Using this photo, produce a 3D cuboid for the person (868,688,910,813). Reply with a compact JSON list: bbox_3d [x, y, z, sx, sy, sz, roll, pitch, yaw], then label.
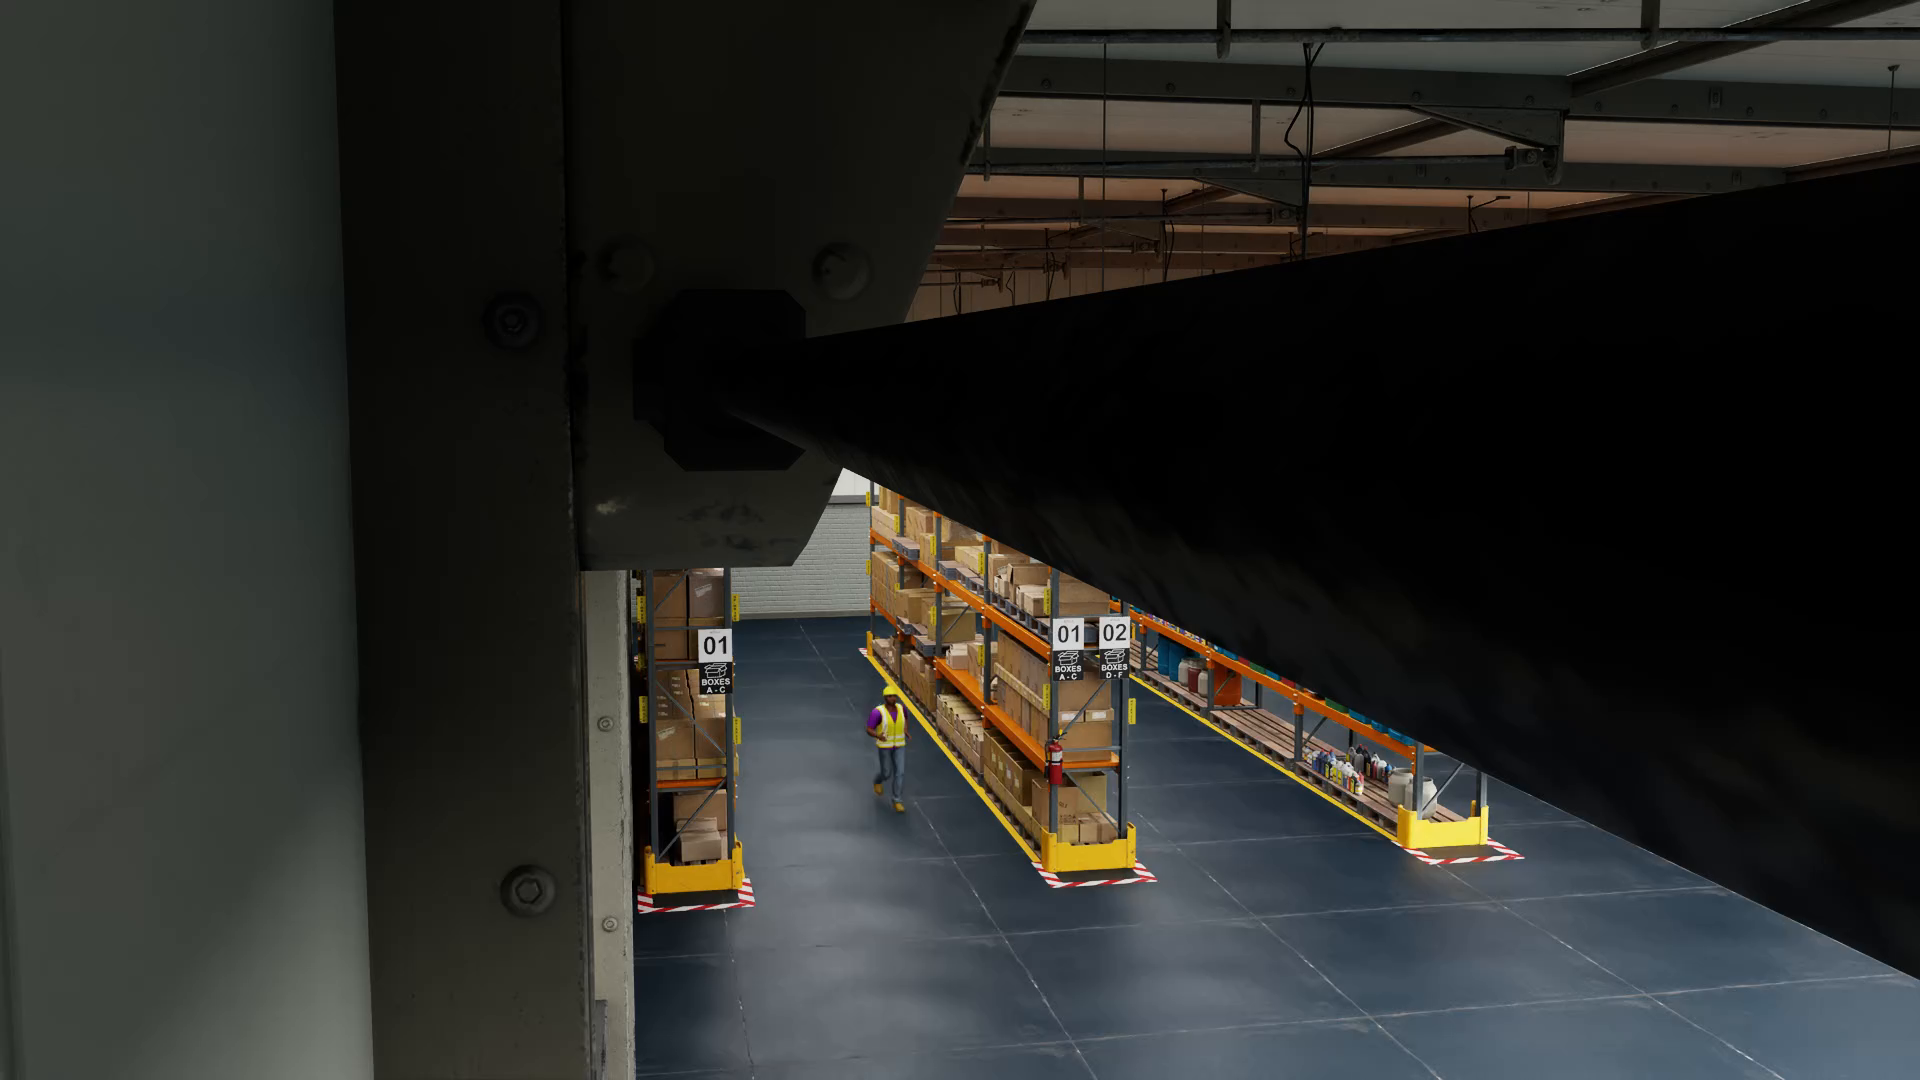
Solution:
[{"bbox_3d":[-0.978,2.978,23.833,0.674,1.745,0.863,-3,6,-23],"label":"person"}]
